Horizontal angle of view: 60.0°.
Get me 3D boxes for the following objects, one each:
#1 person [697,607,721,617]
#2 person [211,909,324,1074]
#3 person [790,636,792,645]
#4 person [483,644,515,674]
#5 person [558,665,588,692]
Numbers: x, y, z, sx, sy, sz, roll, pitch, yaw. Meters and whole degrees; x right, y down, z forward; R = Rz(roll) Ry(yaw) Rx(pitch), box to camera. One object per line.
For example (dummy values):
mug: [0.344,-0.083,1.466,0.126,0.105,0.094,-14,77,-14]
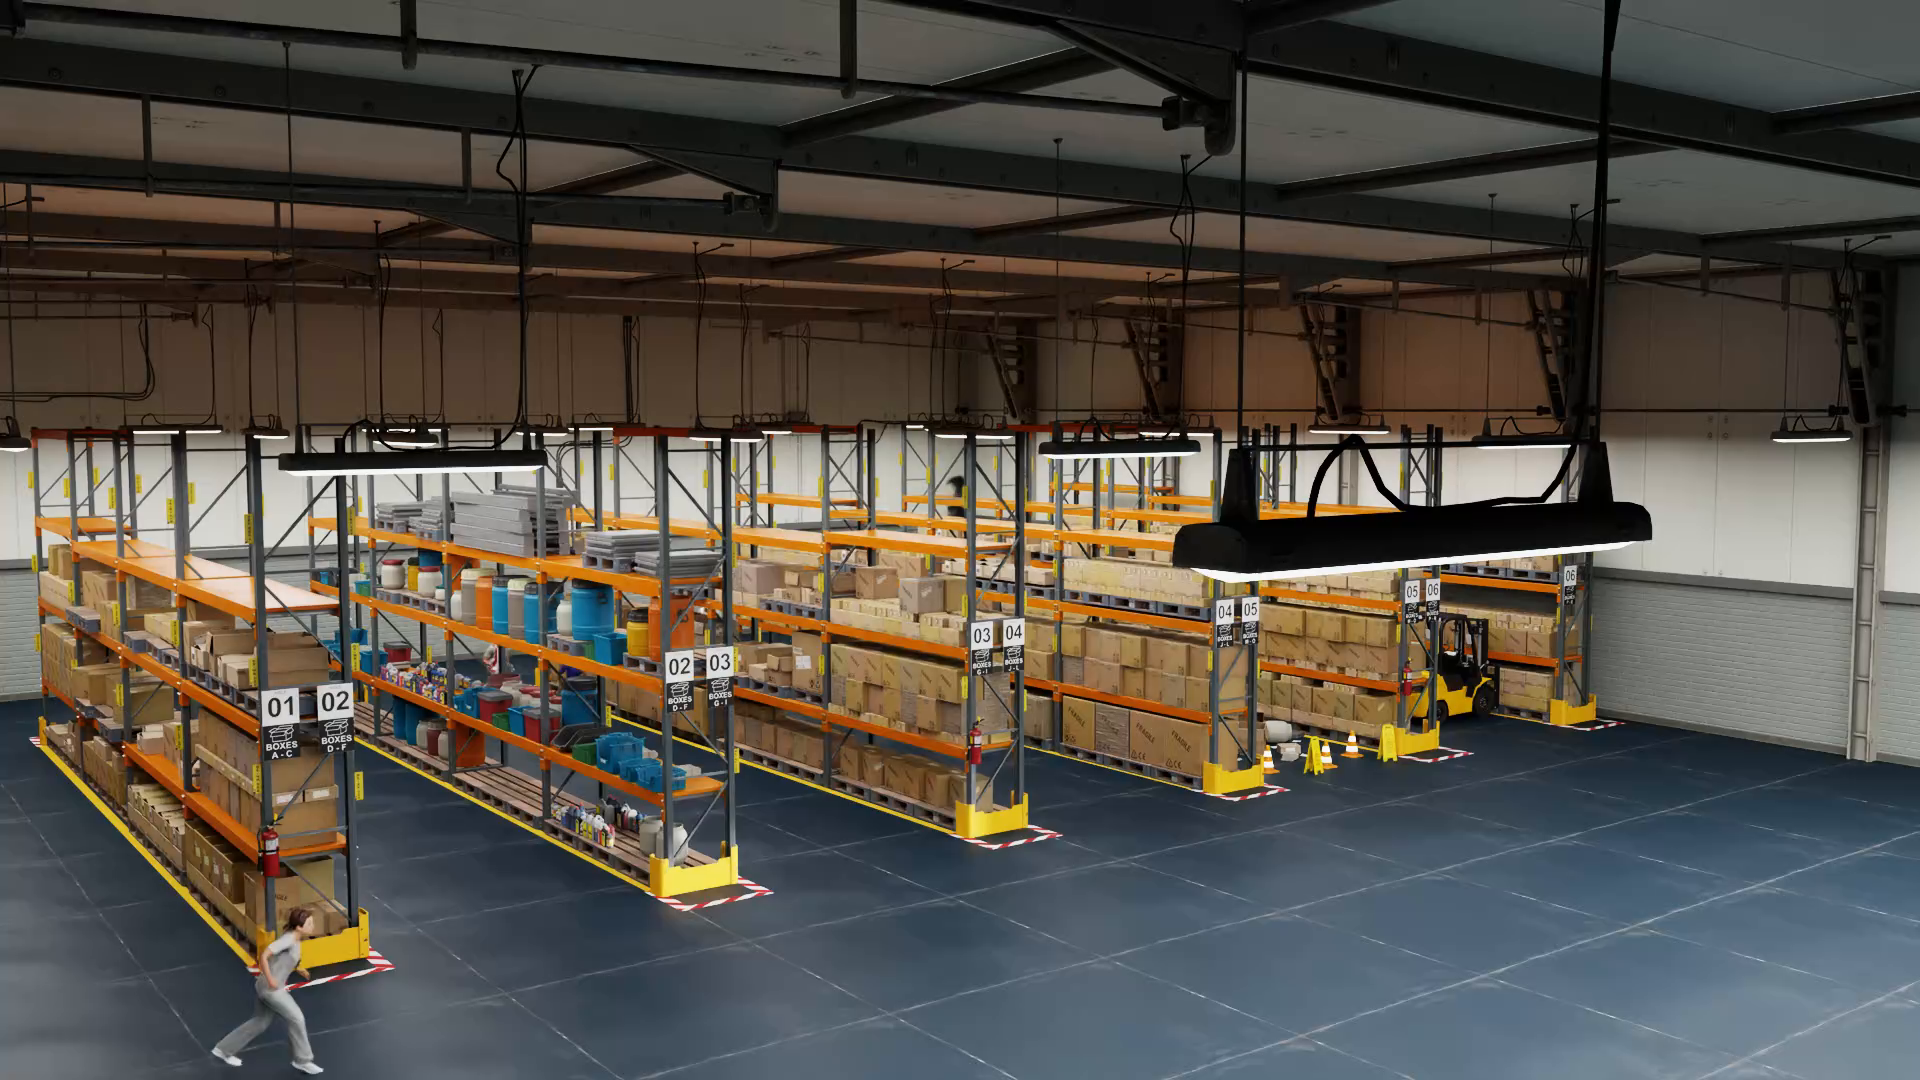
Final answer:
person: [-6.221,2.256,41.239,0.644,1.696,0.839,-1,5,-7]
person: [-6.587,4.315,15.757,1.002,1.627,0.605,0,4,-5]
person: [-4.202,2.186,42.689,0.592,1.624,0.946,4,6,40]
person: [-9.683,2.752,34.626,0.814,1.738,0.658,4,6,43]
person: [-7.717,2.961,33.374,0.761,1.600,0.600,1,5,15]
